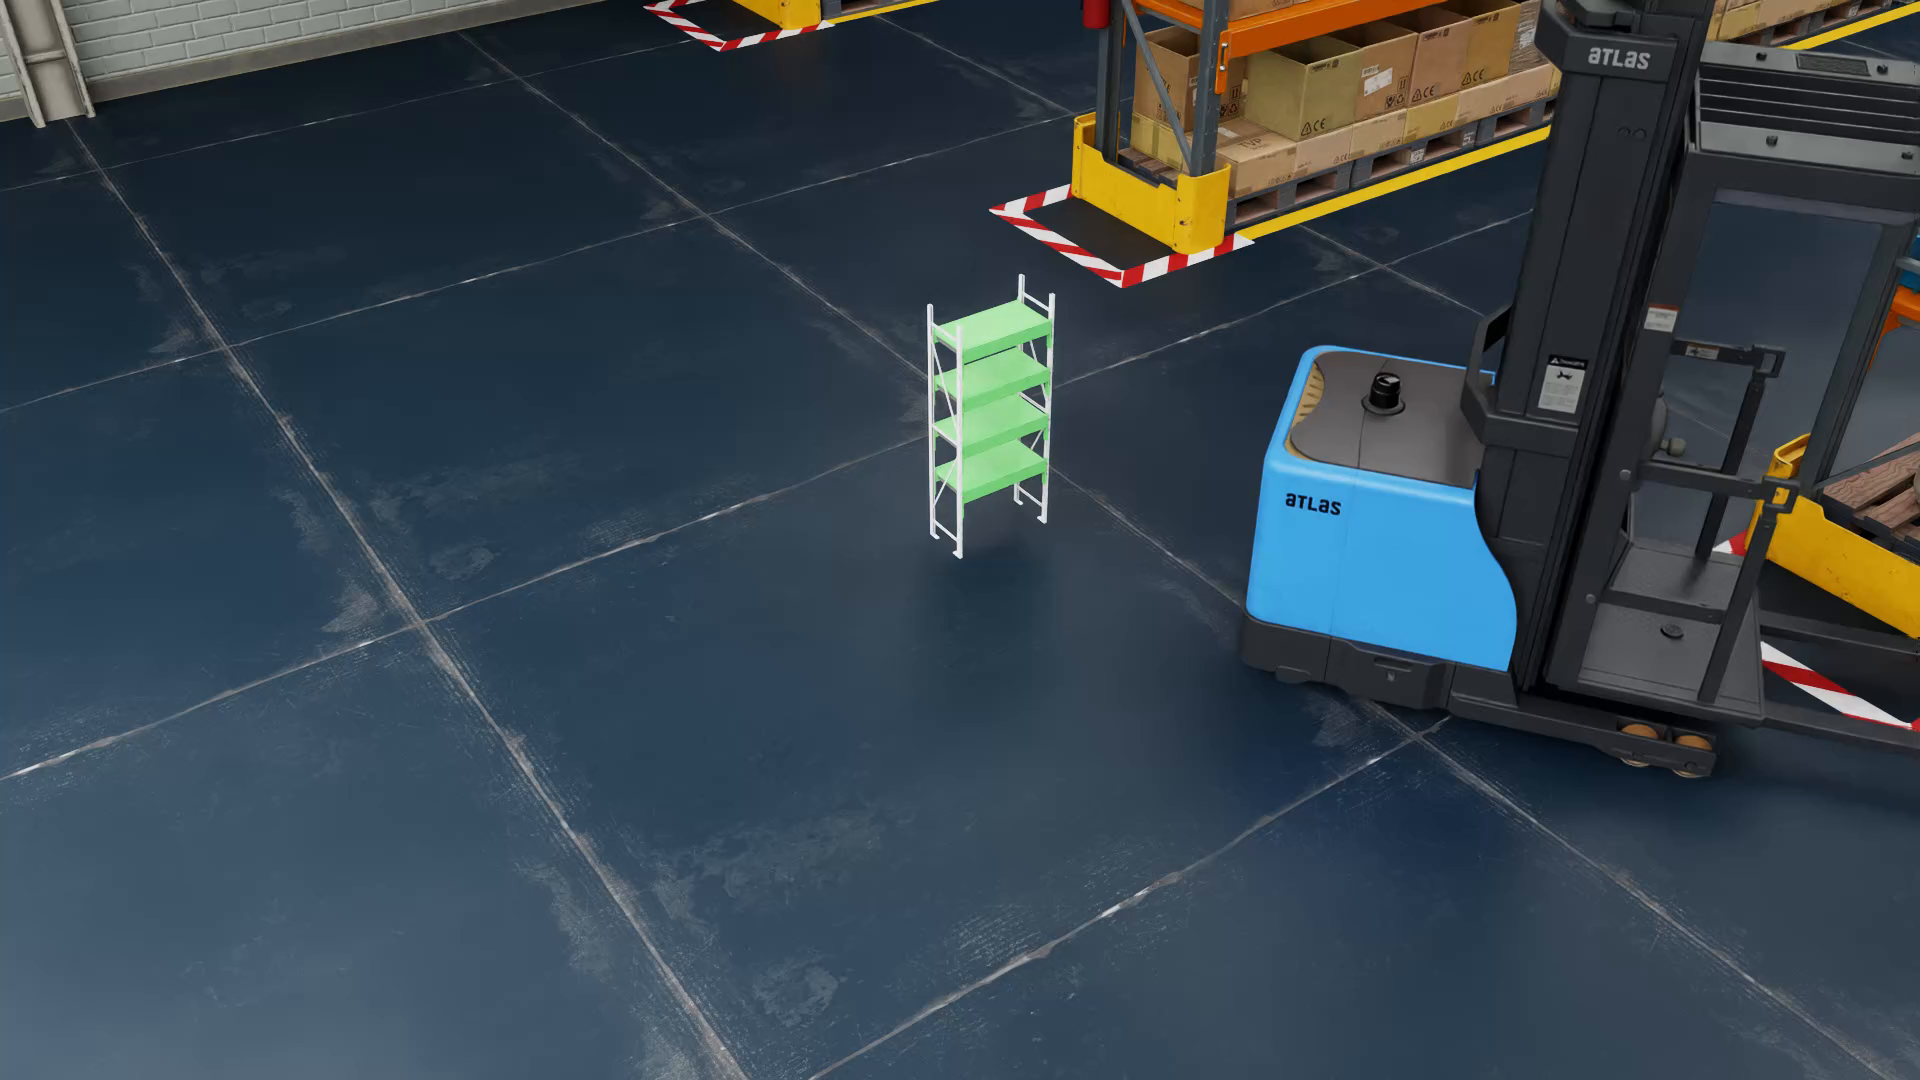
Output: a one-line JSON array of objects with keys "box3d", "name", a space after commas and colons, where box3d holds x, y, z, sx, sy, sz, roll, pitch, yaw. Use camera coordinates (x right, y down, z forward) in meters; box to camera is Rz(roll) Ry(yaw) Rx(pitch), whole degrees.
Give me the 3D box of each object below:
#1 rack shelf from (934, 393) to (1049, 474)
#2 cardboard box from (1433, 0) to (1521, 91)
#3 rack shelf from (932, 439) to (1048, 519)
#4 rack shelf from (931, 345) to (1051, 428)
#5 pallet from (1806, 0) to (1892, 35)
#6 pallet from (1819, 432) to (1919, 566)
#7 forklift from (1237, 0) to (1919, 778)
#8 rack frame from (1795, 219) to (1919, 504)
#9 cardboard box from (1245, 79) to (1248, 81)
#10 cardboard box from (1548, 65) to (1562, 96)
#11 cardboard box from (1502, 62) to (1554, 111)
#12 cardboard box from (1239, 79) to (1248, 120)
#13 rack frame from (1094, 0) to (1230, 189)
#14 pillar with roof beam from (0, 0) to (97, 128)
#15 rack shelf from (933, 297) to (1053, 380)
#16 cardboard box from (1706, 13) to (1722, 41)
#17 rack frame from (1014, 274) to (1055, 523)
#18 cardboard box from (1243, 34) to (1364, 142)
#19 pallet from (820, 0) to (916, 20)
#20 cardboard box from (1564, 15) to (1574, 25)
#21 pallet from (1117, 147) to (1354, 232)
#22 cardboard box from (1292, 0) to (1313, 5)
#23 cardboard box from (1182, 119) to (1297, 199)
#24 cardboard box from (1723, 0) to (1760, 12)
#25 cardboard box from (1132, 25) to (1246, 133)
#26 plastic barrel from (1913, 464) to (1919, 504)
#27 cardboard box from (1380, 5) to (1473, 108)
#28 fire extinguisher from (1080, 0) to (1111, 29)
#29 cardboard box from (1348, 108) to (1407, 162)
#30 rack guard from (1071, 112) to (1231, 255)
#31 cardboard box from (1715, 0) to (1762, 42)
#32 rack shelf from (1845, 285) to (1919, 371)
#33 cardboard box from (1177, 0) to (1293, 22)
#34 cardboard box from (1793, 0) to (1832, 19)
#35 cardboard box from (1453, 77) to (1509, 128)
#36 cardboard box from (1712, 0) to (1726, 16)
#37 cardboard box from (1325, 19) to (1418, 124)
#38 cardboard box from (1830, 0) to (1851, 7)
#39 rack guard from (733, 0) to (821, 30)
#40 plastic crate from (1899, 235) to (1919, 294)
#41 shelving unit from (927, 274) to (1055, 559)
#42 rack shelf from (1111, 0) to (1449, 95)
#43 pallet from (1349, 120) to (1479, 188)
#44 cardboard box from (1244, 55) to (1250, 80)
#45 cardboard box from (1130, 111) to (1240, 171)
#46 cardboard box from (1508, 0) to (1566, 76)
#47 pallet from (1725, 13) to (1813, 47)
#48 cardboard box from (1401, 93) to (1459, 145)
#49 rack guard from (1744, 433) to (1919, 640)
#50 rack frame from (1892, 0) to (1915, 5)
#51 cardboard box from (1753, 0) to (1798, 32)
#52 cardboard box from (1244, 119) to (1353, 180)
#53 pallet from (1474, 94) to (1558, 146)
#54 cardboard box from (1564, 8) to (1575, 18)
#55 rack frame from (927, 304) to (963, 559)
[{"box3d": [0.135, -0.491, 7.514, 0.480, 0.148, 0.258, -22, 41, -28], "name": "rack shelf"}, {"box3d": [3.397, -3.404, 11.267, 0.500, 0.500, 0.500, -22, 41, -28], "name": "cardboard box"}, {"box3d": [0.135, -0.296, 7.655, 0.480, 0.148, 0.258, -22, 41, -28], "name": "rack shelf"}, {"box3d": [0.135, -0.686, 7.374, 0.480, 0.148, 0.258, -22, 41, -28], "name": "rack shelf"}, {"box3d": [7.046, -4.593, 13.956, 1.213, 0.211, 1.003, -22, 41, -28], "name": "pallet"}, {"box3d": [4.755, -0.114, 7.728, 1.213, 0.211, 1.003, -22, 41, -28], "name": "pallet"}, {"box3d": [2.734, -0.616, 6.096, 3.031, 2.935, 1.130, 12, 37, 16], "name": "forklift"}, {"box3d": [4.052, -0.927, 6.471, 0.127, 3.000, 1.000, -22, 41, -28], "name": "rack frame"}, {"box3d": [2.280, -3.011, 11.363, 0.500, 0.250, 0.500, -22, 41, -28], "name": "cardboard box"}, {"box3d": [4.218, -3.432, 11.948, 0.500, 0.250, 0.500, -22, 41, -28], "name": "cardboard box"}, {"box3d": [3.804, -3.269, 11.721, 0.500, 0.250, 0.500, -22, 41, -28], "name": "cardboard box"}, {"box3d": [1.872, -2.842, 11.128, 0.500, 0.250, 0.500, -22, 41, -28], "name": "cardboard box"}, {"box3d": [1.202, -3.293, 9.759, 0.127, 3.000, 1.000, -22, 41, -28], "name": "rack frame"}, {"box3d": [-4.005, -4.667, 6.532, 0.400, 9.000, 9.100, -22, 41, -28], "name": "pillar with roof beam"}, {"box3d": [0.135, -0.881, 7.234, 0.480, 0.148, 0.258, -22, 41, -28], "name": "rack shelf"}, {"box3d": [5.363, -3.881, 12.573, 0.500, 0.250, 0.500, -21, 41, -27], "name": "cardboard box"}, {"box3d": [0.335, -0.625, 7.591, 0.015, 1.200, 0.240, -22, 41, -28], "name": "rack frame"}, {"box3d": [2.176, -2.895, 10.559, 0.500, 0.500, 0.500, -22, 41, -28], "name": "cardboard box"}, {"box3d": [-0.908, -4.806, 14.251, 1.213, 0.211, 1.003, -22, 41, -28], "name": "pallet"}, {"box3d": [4.644, -3.970, 12.697, 0.500, 0.250, 0.500, -23, 42, -28], "name": "cardboard box"}, {"box3d": [1.803, -2.438, 10.959, 1.213, 0.211, 1.003, -22, 41, -28], "name": "pallet"}, {"box3d": [2.017, -3.663, 10.189, 0.500, 0.500, 0.700, -21, 41, -27], "name": "cardboard box"}, {"box3d": [1.769, -2.421, 10.543, 0.500, 0.250, 0.500, -22, 41, -28], "name": "cardboard box"}, {"box3d": [5.787, -4.281, 12.648, 0.500, 0.311, 0.500, -24, 42, -29], "name": "cardboard box"}, {"box3d": [1.469, -2.974, 10.669, 0.500, 0.500, 0.500, -22, 41, -28], "name": "cardboard box"}, {"box3d": [4.546, -0.346, 7.433, 0.421, 0.512, 0.421, 0, 36, 0], "name": "plastic barrel"}, {"box3d": [2.996, -3.229, 11.023, 0.500, 0.500, 0.500, -22, 41, -28], "name": "cardboard box"}, {"box3d": [0.838, -3.443, 10.035, 0.183, 0.674, 0.296, -22, 41, -28], "name": "fire extinguisher"}, {"box3d": [2.584, -2.759, 11.013, 0.500, 0.250, 0.500, -22, 41, -28], "name": "cardboard box"}, {"box3d": [1.182, -2.270, 10.478, 0.348, 0.500, 1.175, -22, 41, -28], "name": "rack guard"}, {"box3d": [5.784, -4.057, 12.817, 0.500, 0.250, 0.500, -24, 42, -29], "name": "cardboard box"}, {"box3d": [5.687, -1.308, 7.616, 4.000, 0.370, 1.077, -22, 41, -28], "name": "rack shelf"}, {"box3d": [1.591, -3.484, 9.940, 0.500, 0.500, 0.700, -22, 41, -28], "name": "cardboard box"}, {"box3d": [6.620, -4.402, 13.296, 0.500, 0.250, 0.500, -21, 41, -27], "name": "cardboard box"}, {"box3d": [3.404, -3.093, 11.477, 0.500, 0.250, 0.500, -22, 41, -28], "name": "cardboard box"}, {"box3d": [5.365, -4.106, 12.405, 0.500, 0.311, 0.500, -23, 42, -28], "name": "cardboard box"}, {"box3d": [2.577, -3.069, 10.801, 0.500, 0.500, 0.500, -22, 41, -28], "name": "cardboard box"}, {"box3d": [7.032, -4.569, 13.530, 0.500, 0.250, 0.500, -23, 42, -28], "name": "cardboard box"}, {"box3d": [-1.593, -4.666, 13.810, 0.348, 0.500, 1.175, -22, 41, -28], "name": "rack guard"}, {"box3d": [4.289, -1.178, 6.947, 0.616, 0.251, 0.499, -22, 41, -28], "name": "plastic crate"}, {"box3d": [0.135, -0.543, 7.477, 0.503, 1.200, 0.258, -22, 41, -28], "name": "shelving unit"}, {"box3d": [2.837, -3.673, 10.905, 4.000, 0.370, 1.077, -22, 41, -28], "name": "rack shelf"}, {"box3d": [2.799, -2.846, 11.526, 1.213, 0.211, 1.003, -22, 41, -28], "name": "pallet"}, {"box3d": [2.278, -3.317, 11.146, 0.500, 0.500, 0.500, -22, 41, -28], "name": "cardboard box"}, {"box3d": [1.470, -2.668, 10.886, 0.500, 0.250, 0.500, -22, 41, -28], "name": "cardboard box"}, {"box3d": [3.803, -3.574, 11.503, 0.500, 0.500, 0.500, -22, 41, -28], "name": "cardboard box"}, {"box3d": [6.049, -4.185, 13.389, 1.213, 0.211, 1.003, -22, 41, -28], "name": "pallet"}, {"box3d": [2.996, -2.925, 11.243, 0.500, 0.250, 0.500, -22, 41, -28], "name": "cardboard box"}, {"box3d": [4.087, 0.039, 7.267, 0.348, 0.500, 1.175, -22, 41, -28], "name": "rack guard"}, {"box3d": [7.741, -5.984, 13.501, 0.127, 3.000, 1.000, -22, 41, -28], "name": "rack frame"}, {"box3d": [6.201, -4.227, 13.054, 0.500, 0.250, 0.500, -22, 41, -27], "name": "cardboard box"}, {"box3d": [2.175, -2.591, 10.779, 0.500, 0.250, 0.500, -22, 41, -28], "name": "cardboard box"}, {"box3d": [3.797, -3.259, 12.100, 1.213, 0.211, 1.003, -22, 41, -28], "name": "pallet"}, {"box3d": [4.638, -4.193, 12.526, 0.500, 0.311, 0.500, -22, 41, -28], "name": "cardboard box"}, {"box3d": [-0.064, -0.461, 7.363, 0.015, 1.200, 0.240, -22, 41, -28], "name": "rack frame"}]
